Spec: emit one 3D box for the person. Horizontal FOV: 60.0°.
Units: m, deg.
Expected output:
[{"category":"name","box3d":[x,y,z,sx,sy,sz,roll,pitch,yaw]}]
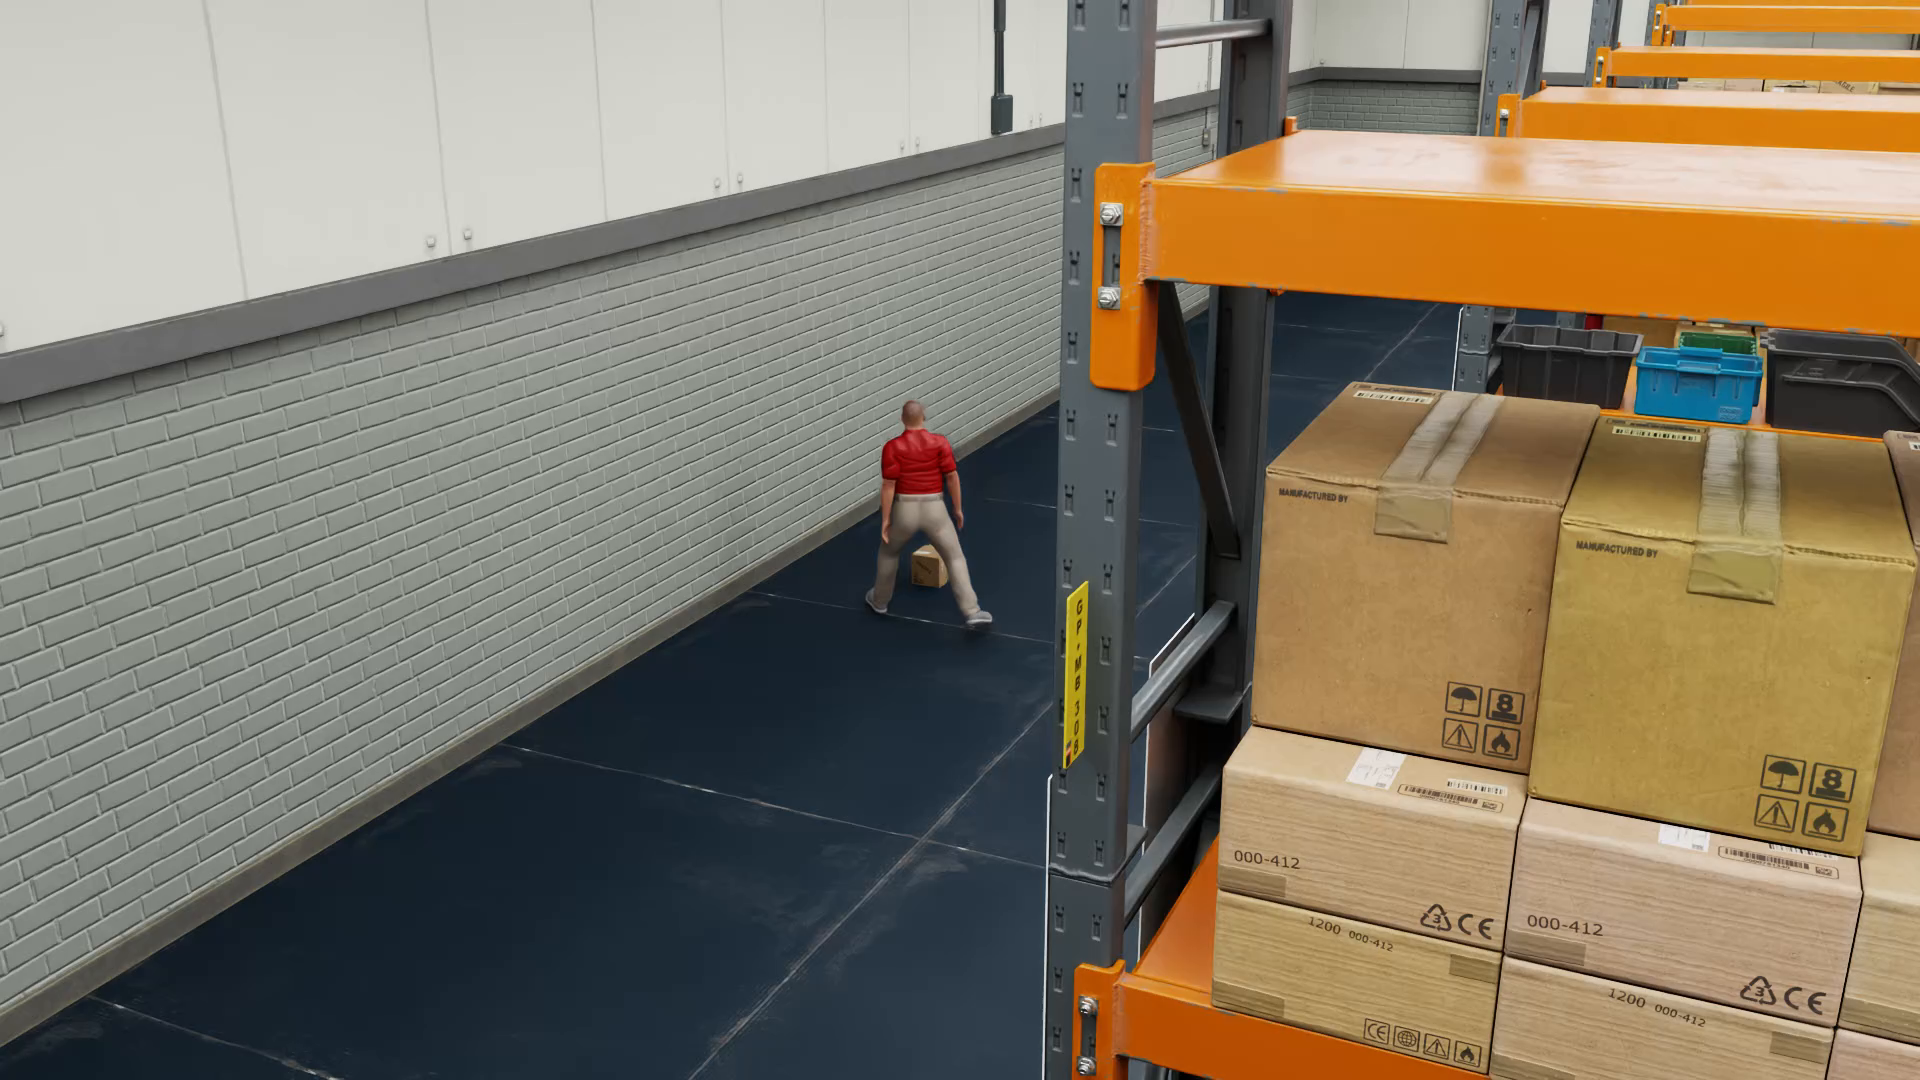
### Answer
[{"category":"person","box3d":[-0.240,-0.203,12.221,0.914,1.677,0.901,-2,19,-5]}]
